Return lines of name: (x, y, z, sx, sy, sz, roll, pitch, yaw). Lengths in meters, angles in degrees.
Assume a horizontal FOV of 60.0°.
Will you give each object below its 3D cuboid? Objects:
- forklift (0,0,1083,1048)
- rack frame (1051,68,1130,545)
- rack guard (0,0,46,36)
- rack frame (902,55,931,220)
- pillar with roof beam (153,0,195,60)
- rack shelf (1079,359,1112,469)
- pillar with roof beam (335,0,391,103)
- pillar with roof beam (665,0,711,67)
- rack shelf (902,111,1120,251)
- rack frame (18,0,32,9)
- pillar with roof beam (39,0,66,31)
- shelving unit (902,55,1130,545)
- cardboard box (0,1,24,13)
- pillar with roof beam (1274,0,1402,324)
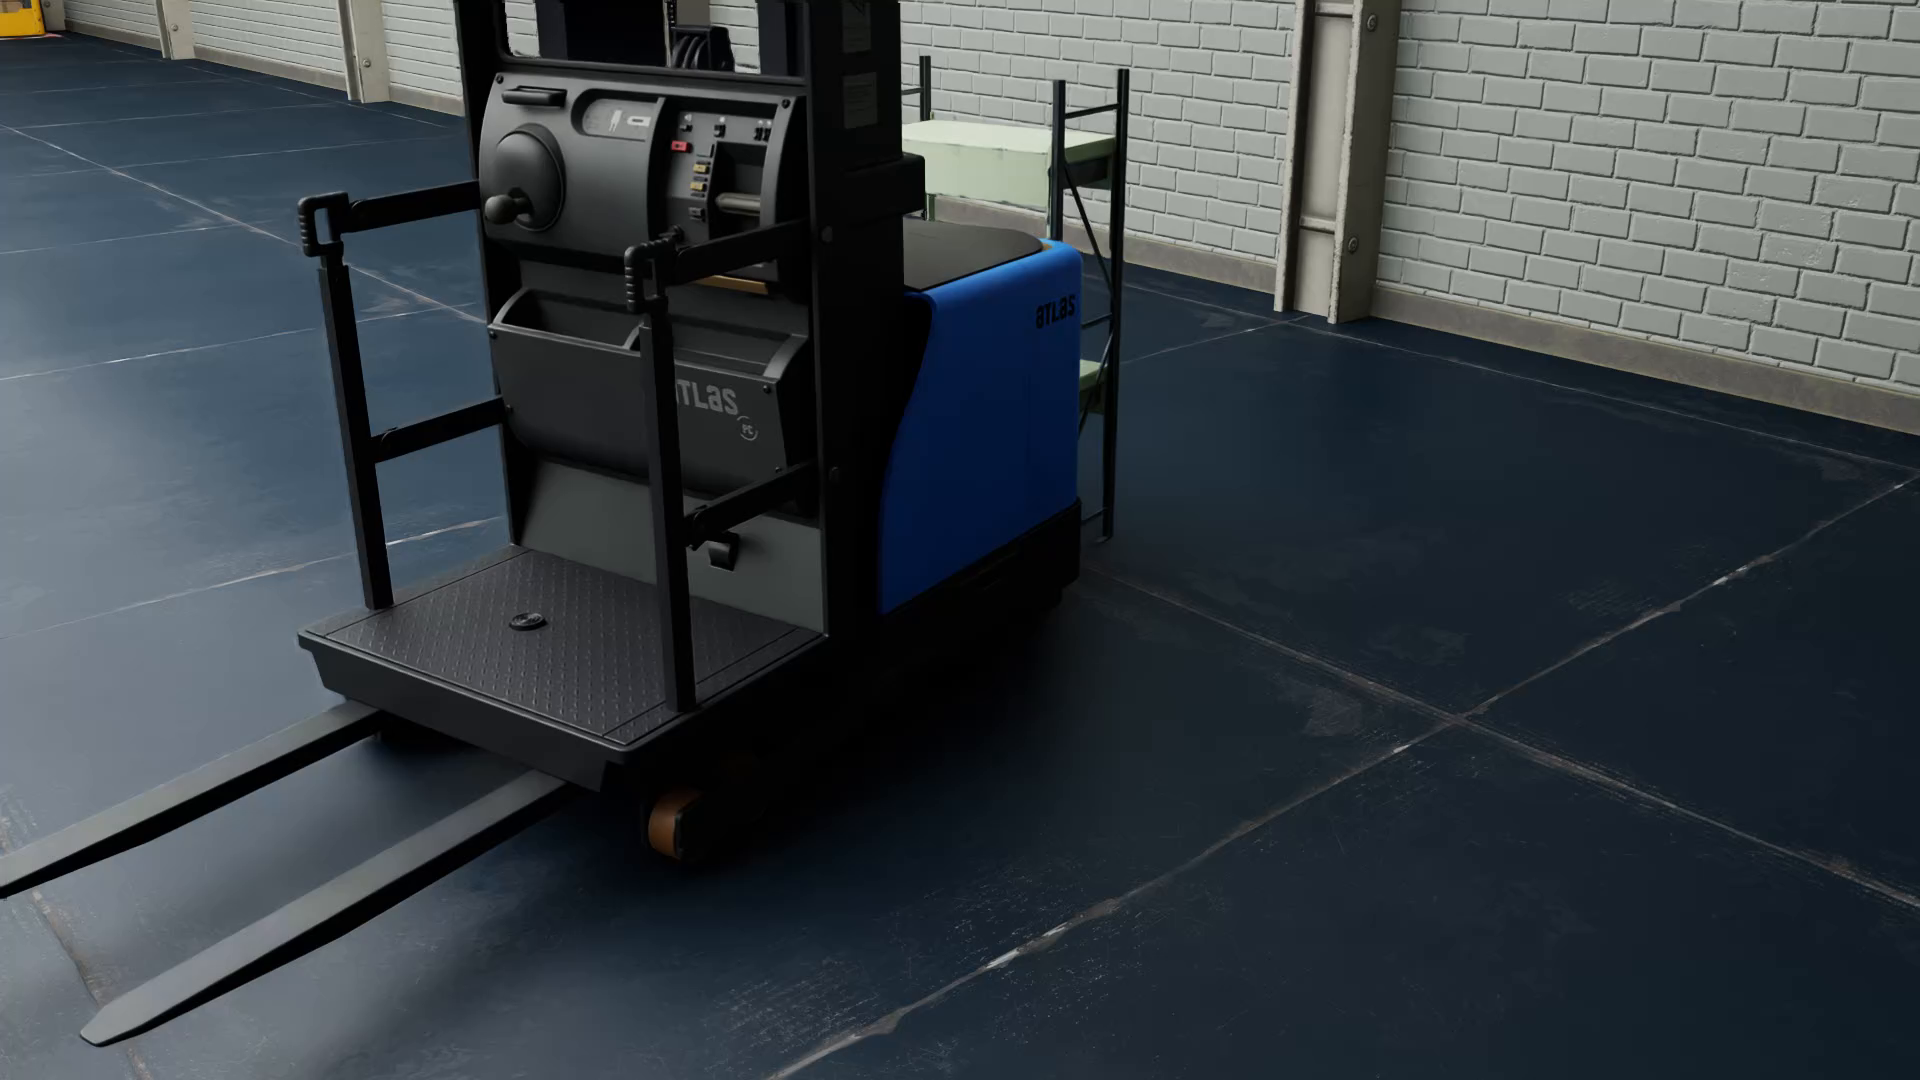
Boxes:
forklift: (-0.869, -0.851, 3.637, 1.130, 2.935, 3.031, 13, 25, 31)
rack frame: (0.384, -0.651, 5.090, 0.023, 1.500, 0.400, 14, 26, 32)
rack guard: (-14.036, -7.606, 24.219, 1.175, 0.500, 0.348, -17, 27, -37)
rack frame: (-0.217, -0.804, 5.480, 0.023, 1.500, 0.400, 14, 26, 32)
pillar with roof beam: (-13.169, -9.295, 16.876, 9.100, 9.000, 0.400, -17, 27, -37)
rack shelf: (0.083, -0.424, 5.404, 0.720, 0.370, 0.431, 14, 26, 32)
pillar with roof beam: (-9.252, -7.637, 12.644, 9.100, 9.000, 0.400, -17, 27, -37)
pillar with roof beam: (-5.336, -5.979, 8.411, 9.100, 9.000, 0.400, -17, 27, -37)
rack shelf: (0.083, -1.091, 5.143, 0.720, 0.370, 0.431, 14, 26, 32)
rack frame: (-14.052, -8.777, 23.780, 1.000, 3.000, 0.127, -17, 27, -37)
pillar with roof beam: (-17.085, -10.952, 21.108, 9.100, 9.000, 0.400, -17, 27, -37)
shelving unit: (0.083, -0.728, 5.285, 0.755, 1.500, 0.431, 14, 26, 32)
cardboard box: (-14.224, -7.874, 24.670, 0.500, 0.250, 0.500, -17, 27, -37)
pillar with roof beam: (-1.419, -4.322, 4.179, 9.100, 9.000, 0.400, -17, 27, -37)
